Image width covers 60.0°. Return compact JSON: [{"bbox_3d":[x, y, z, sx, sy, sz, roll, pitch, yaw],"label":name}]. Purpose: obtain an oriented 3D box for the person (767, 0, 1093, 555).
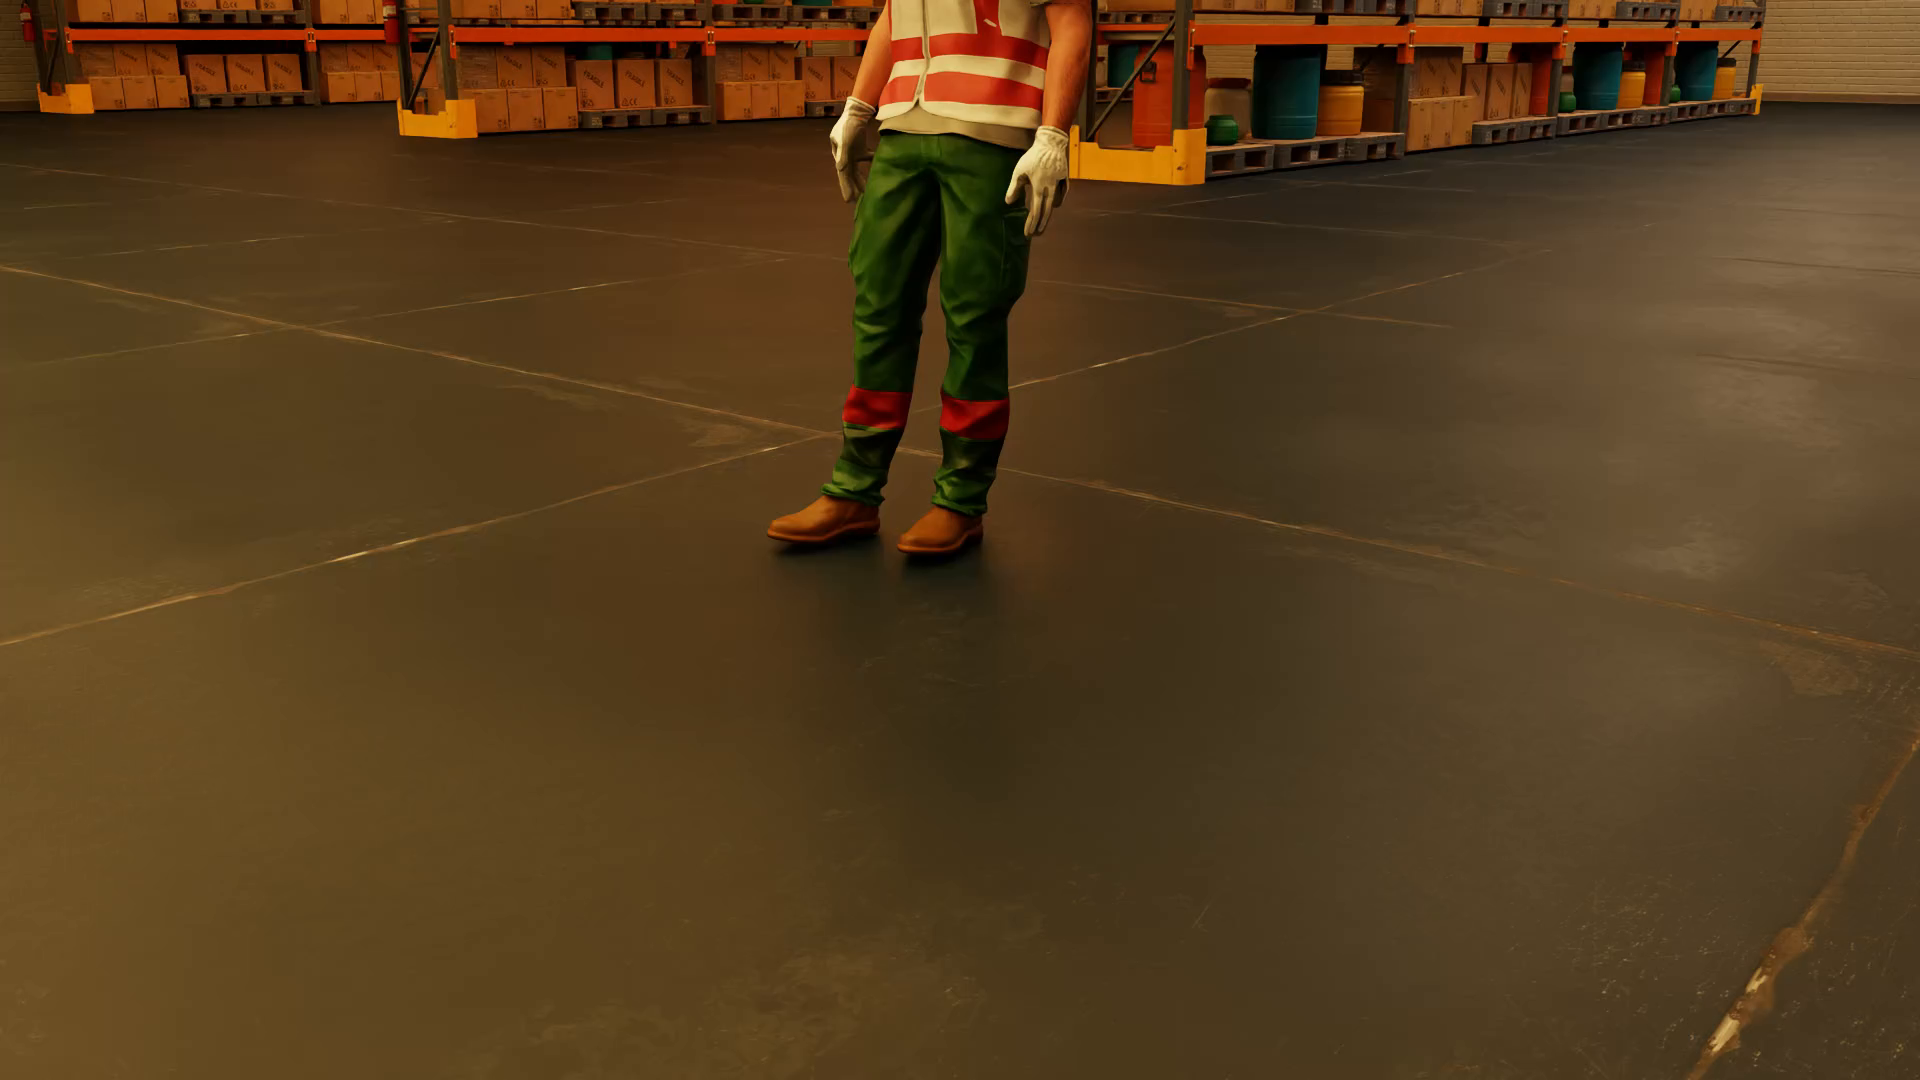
[{"bbox_3d":[-0.060,-0.846,3.627,0.638,1.789,0.562,13,21,37],"label":"person"}]
